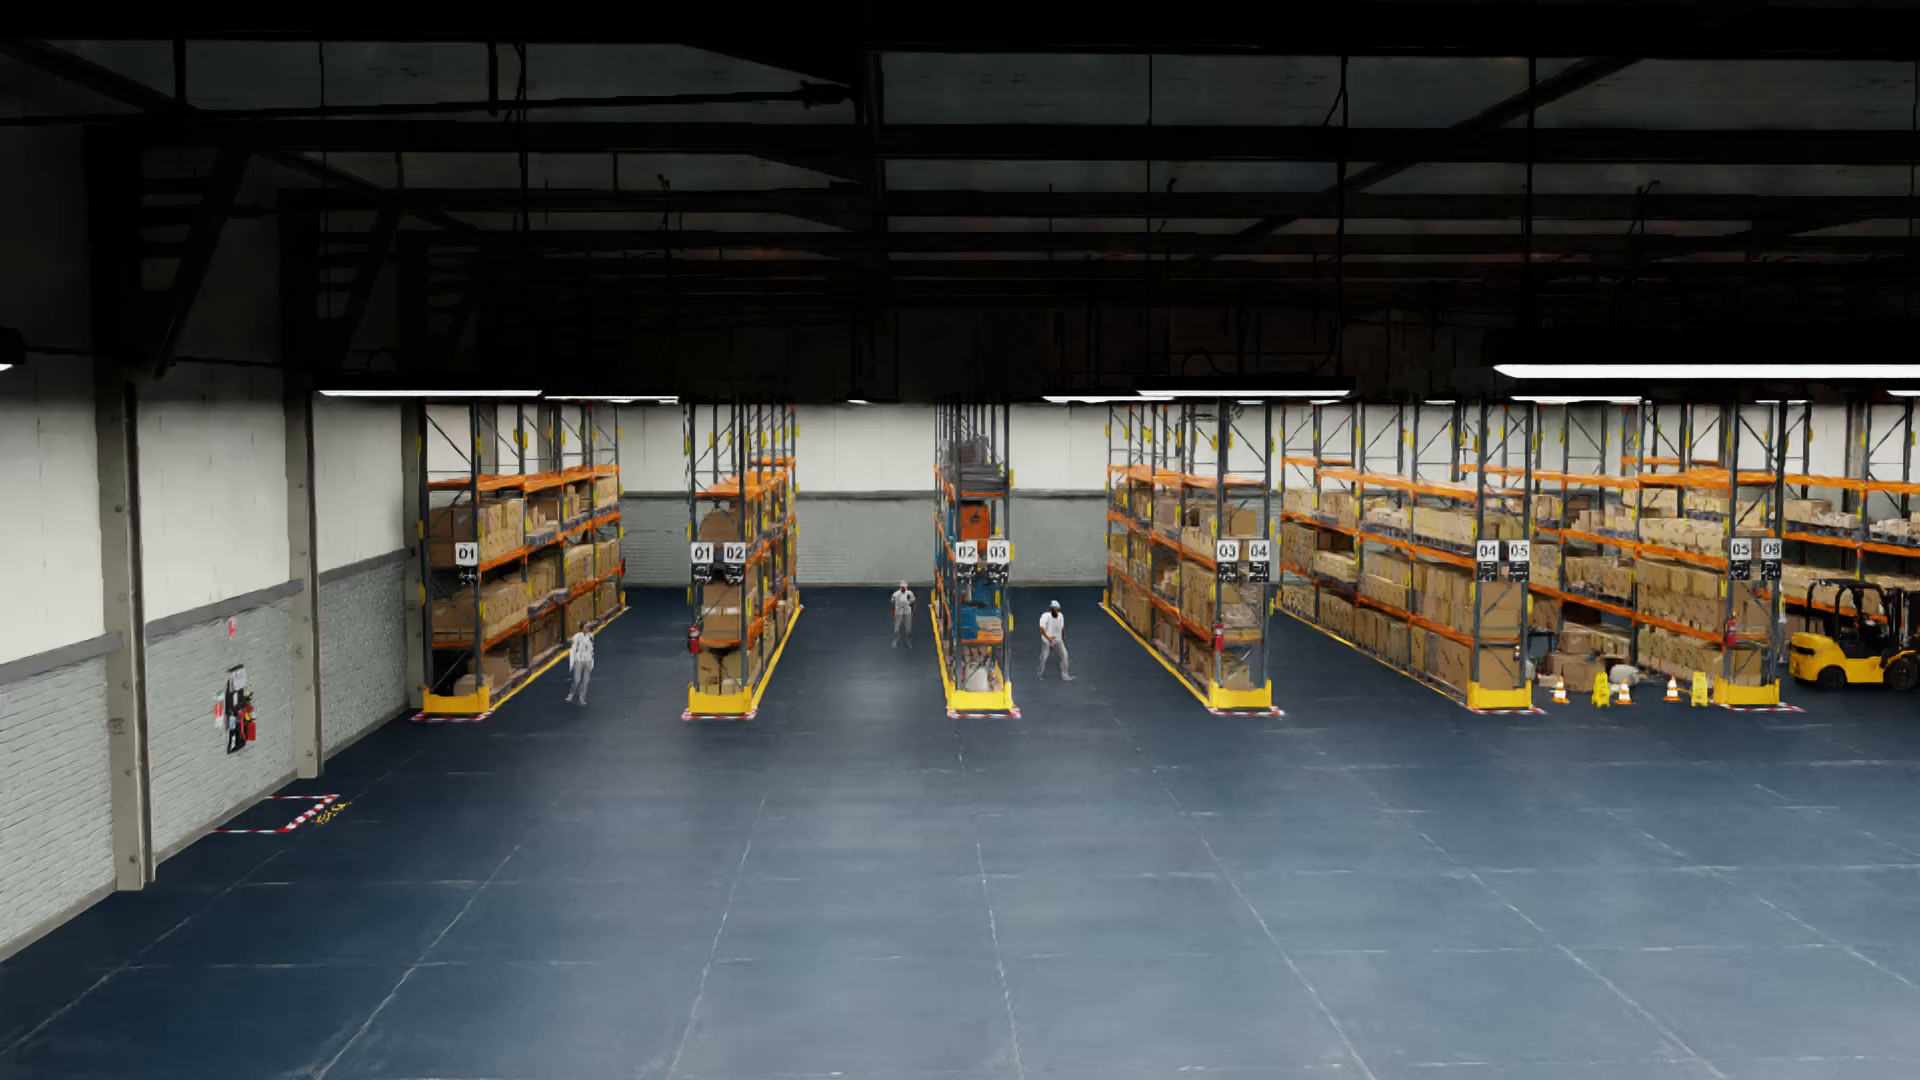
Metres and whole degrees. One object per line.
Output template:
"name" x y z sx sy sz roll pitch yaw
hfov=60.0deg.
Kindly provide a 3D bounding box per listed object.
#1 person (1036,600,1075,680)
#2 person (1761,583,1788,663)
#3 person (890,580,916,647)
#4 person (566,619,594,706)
"person" 1.934 2.083 34.728 0.711 1.694 0.815 -2 5 -21
"person" 18.261 1.840 37.255 0.581 1.768 0.633 2 5 24
"person" -1.353 1.754 39.635 0.625 1.611 0.582 0 5 -1
"person" -7.285 2.336 31.945 0.533 1.668 0.519 -4 6 -39
